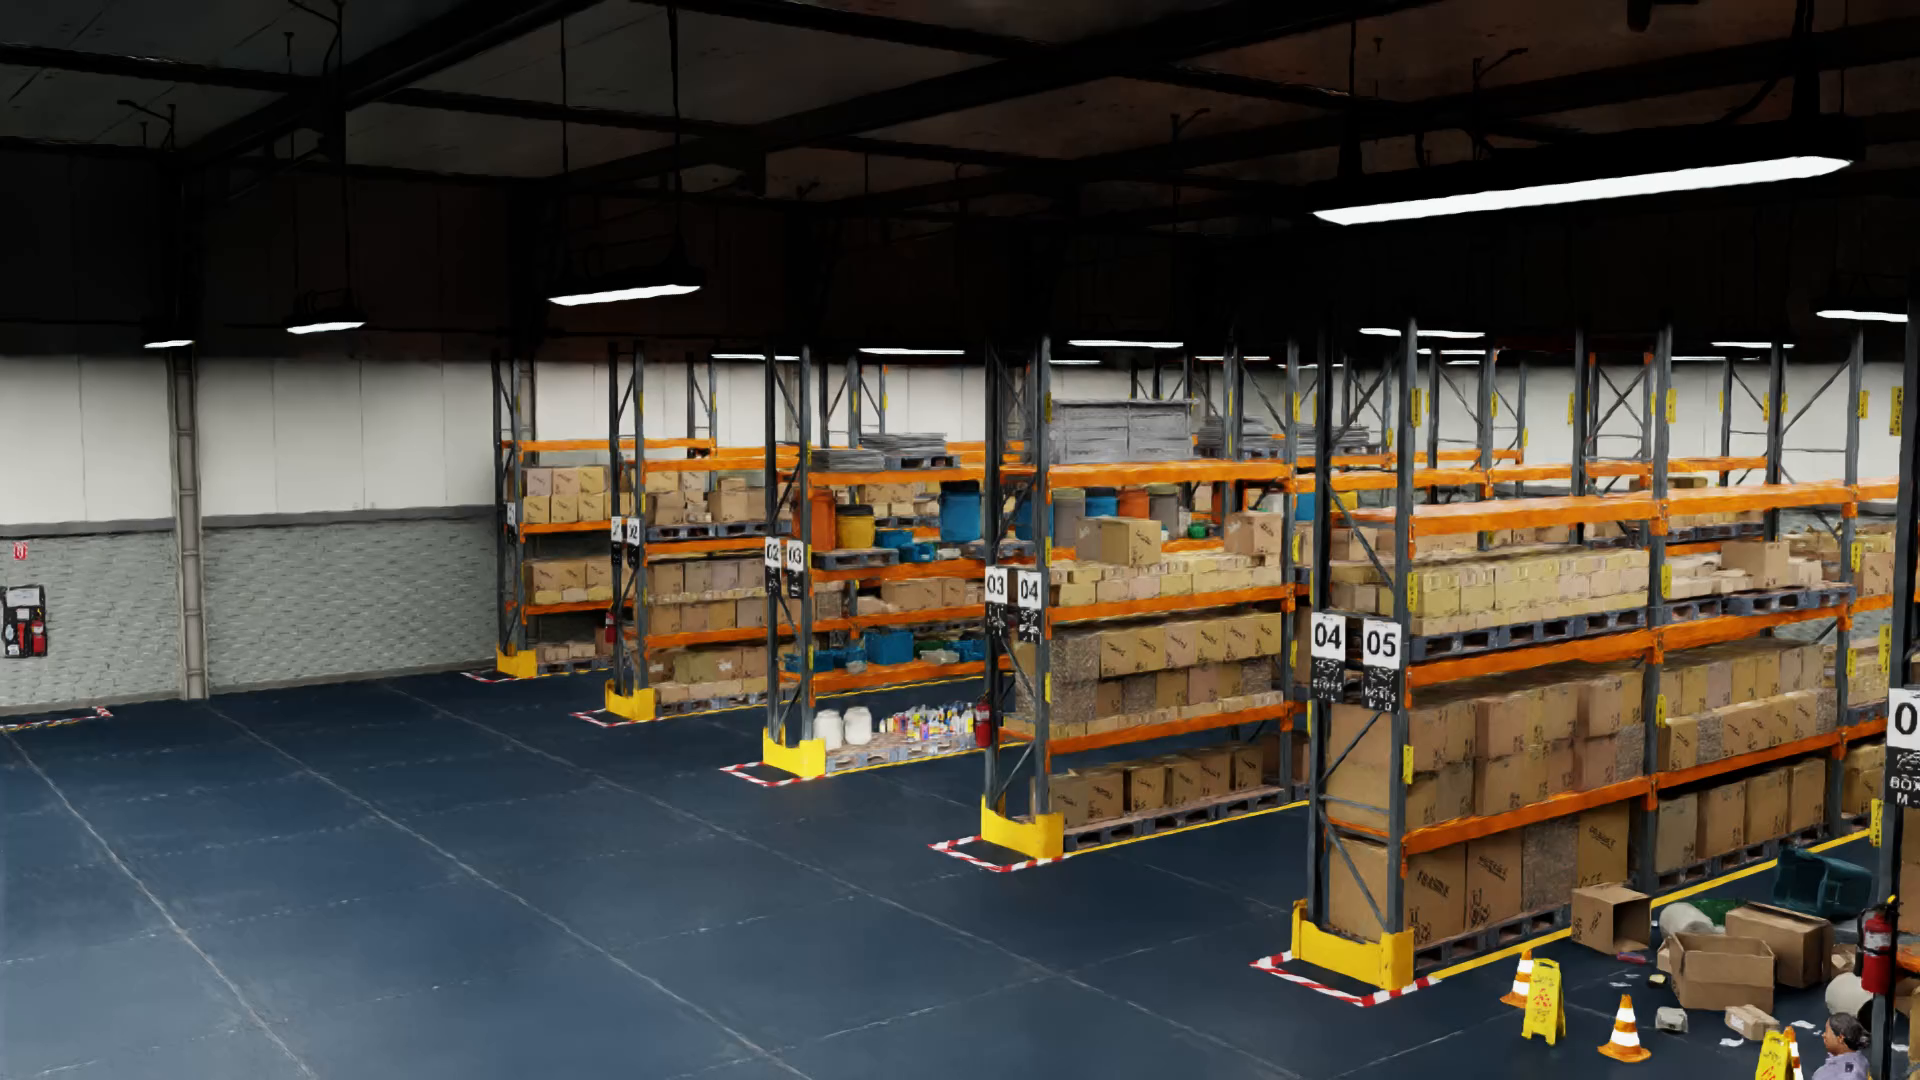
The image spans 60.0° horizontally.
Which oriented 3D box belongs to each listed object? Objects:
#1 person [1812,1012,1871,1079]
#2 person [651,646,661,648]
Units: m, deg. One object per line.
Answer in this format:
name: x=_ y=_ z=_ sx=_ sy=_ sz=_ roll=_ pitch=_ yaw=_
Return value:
person: x=5.079 y=3.530 z=9.454 sx=0.486 sy=1.643 sz=0.696 roll=3 pitch=6 yaw=27
person: x=-5.553 y=1.628 z=30.008 sx=0.505 sy=1.782 sz=0.638 roll=2 pitch=6 yaw=25
